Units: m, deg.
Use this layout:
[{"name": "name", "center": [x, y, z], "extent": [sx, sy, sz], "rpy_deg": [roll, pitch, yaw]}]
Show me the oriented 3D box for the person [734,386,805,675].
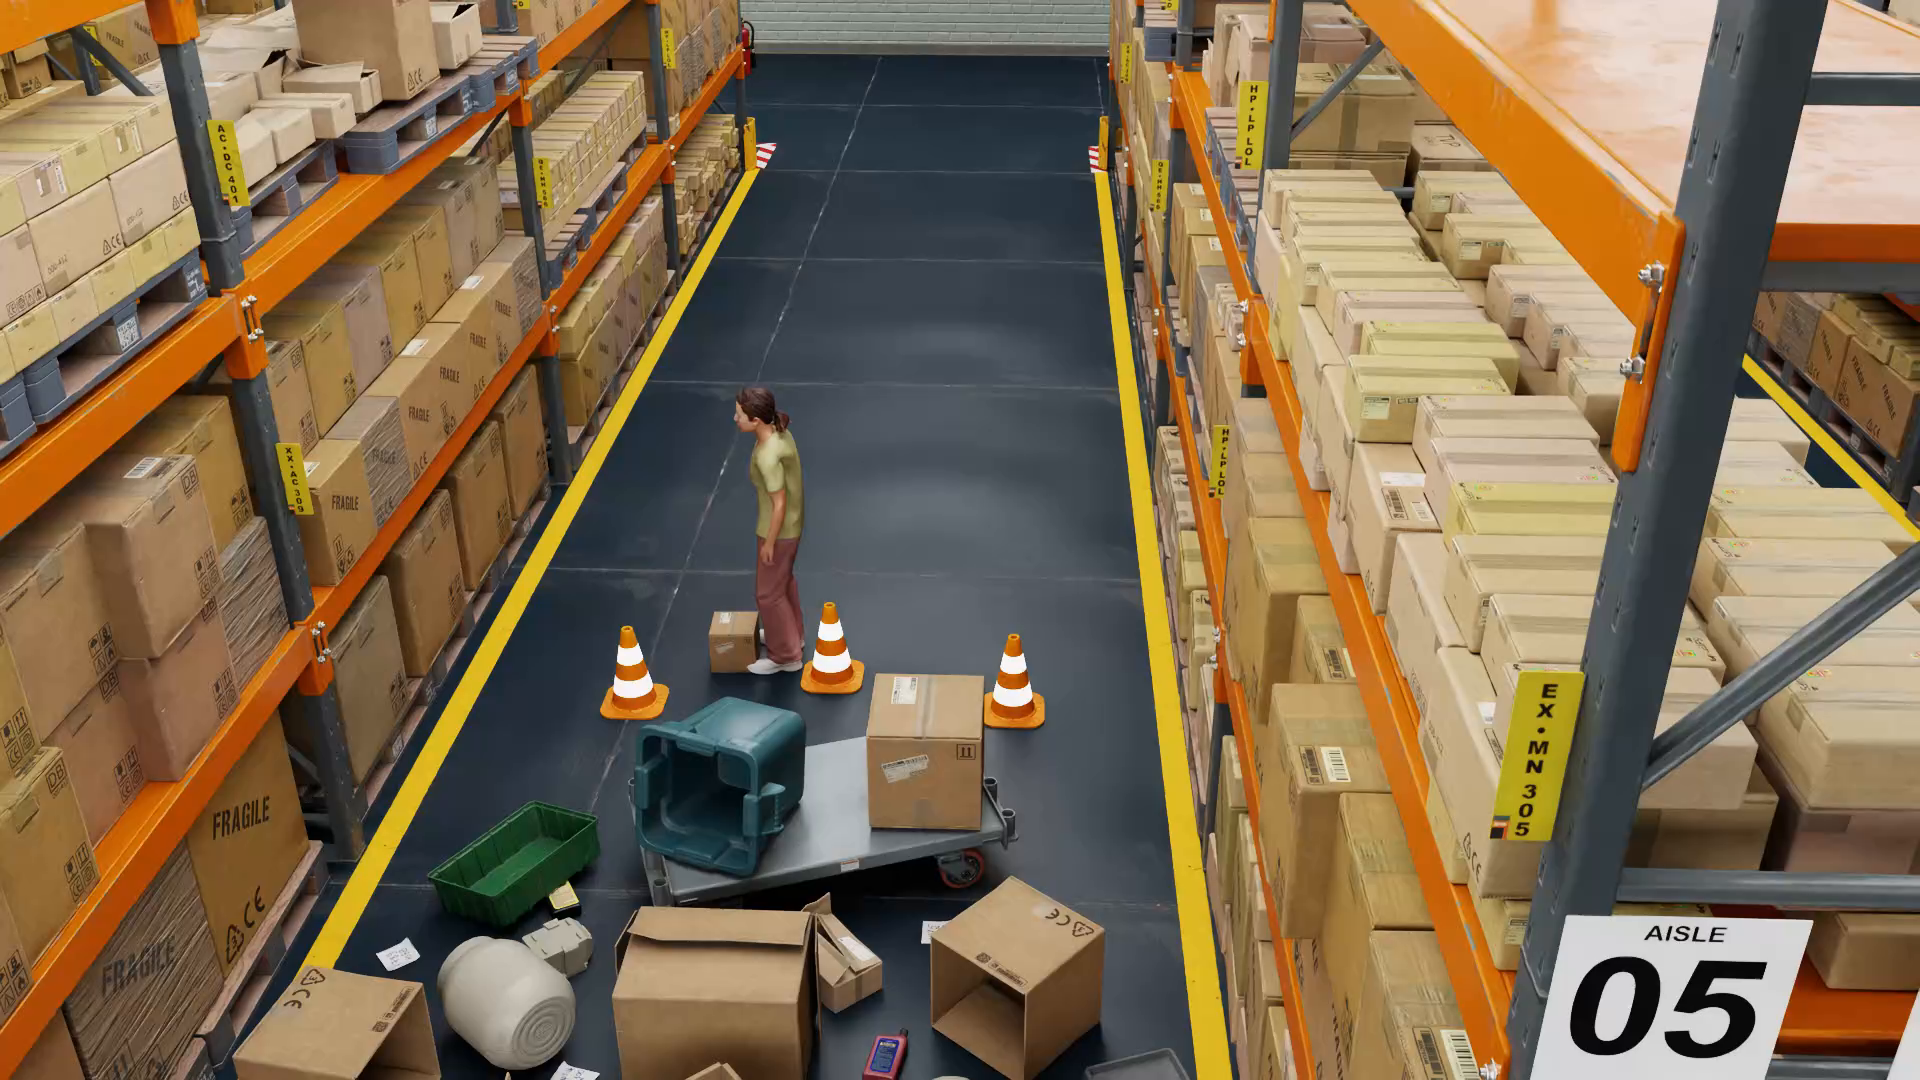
[{"name": "person", "center": [-1.009, -0.060, 8.961], "extent": [0.355, 1.673, 0.522], "rpy_deg": [0, 28, -1]}]
